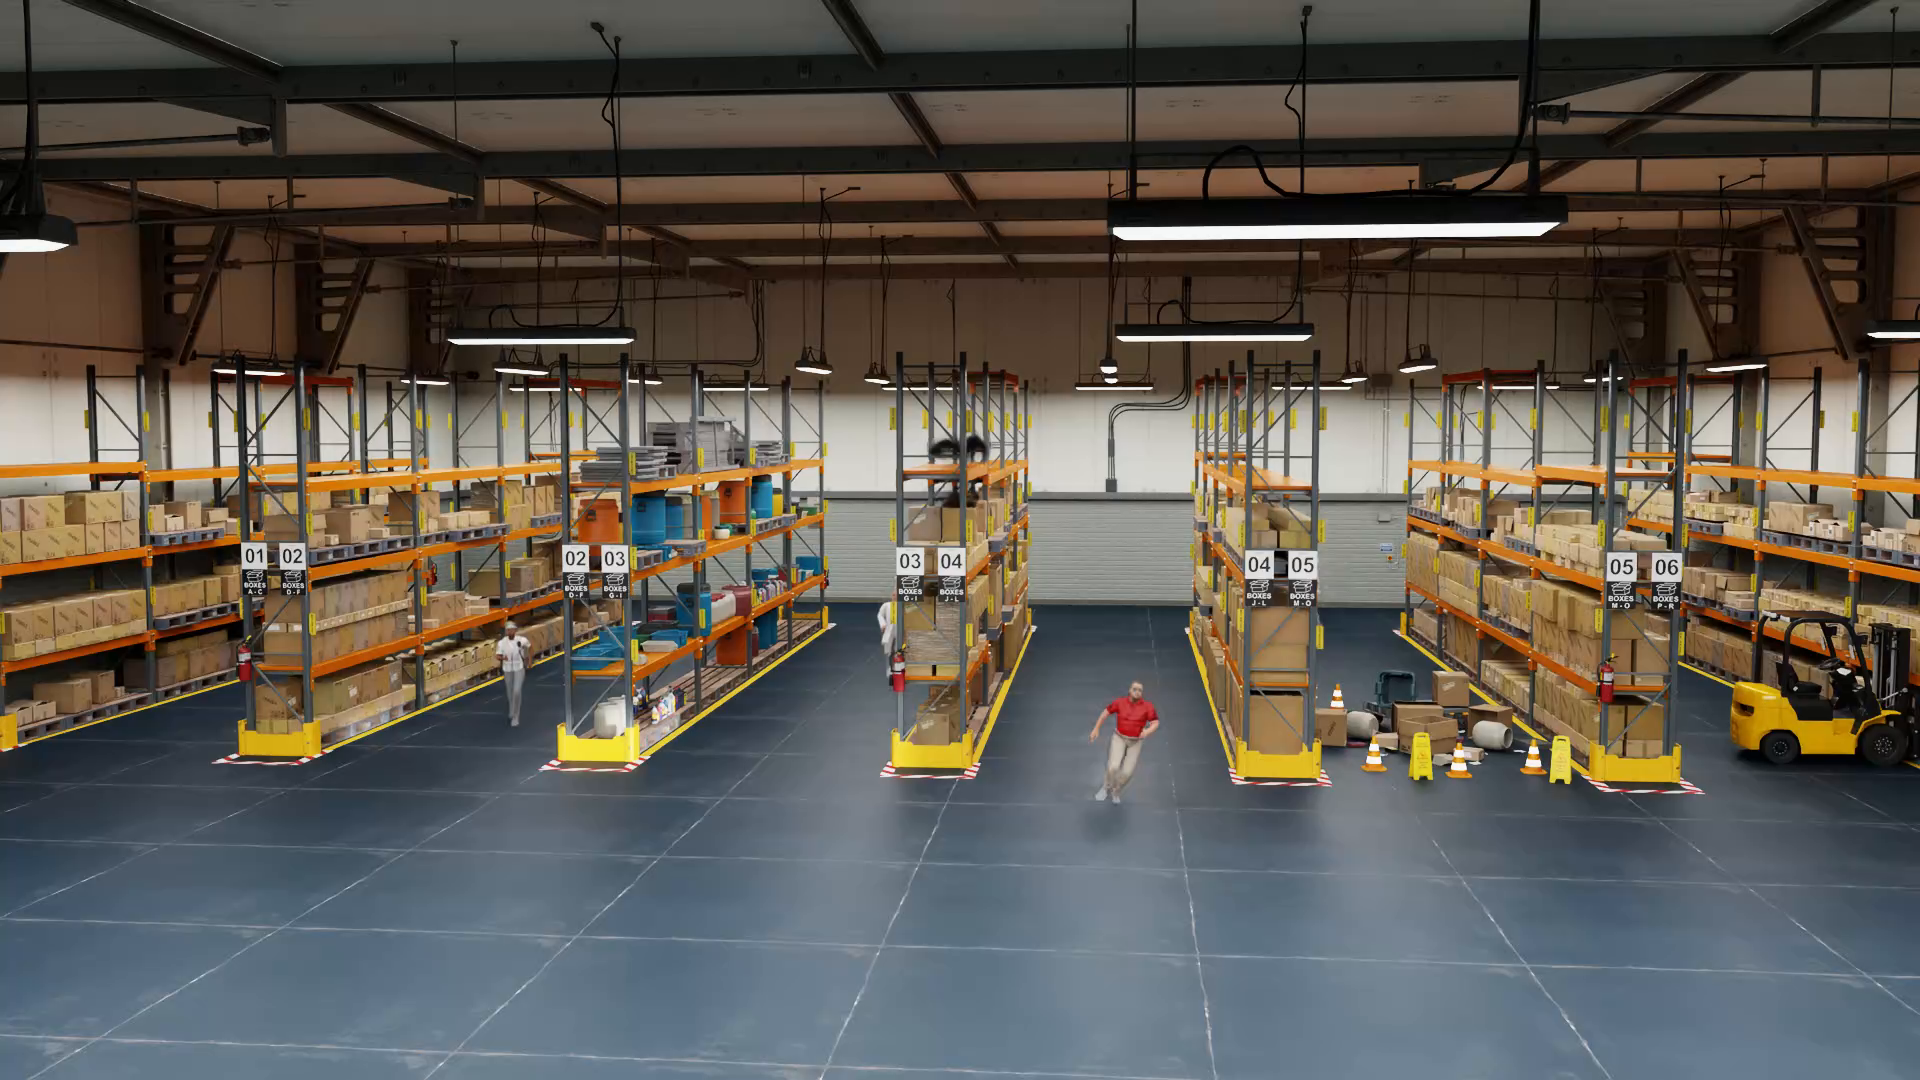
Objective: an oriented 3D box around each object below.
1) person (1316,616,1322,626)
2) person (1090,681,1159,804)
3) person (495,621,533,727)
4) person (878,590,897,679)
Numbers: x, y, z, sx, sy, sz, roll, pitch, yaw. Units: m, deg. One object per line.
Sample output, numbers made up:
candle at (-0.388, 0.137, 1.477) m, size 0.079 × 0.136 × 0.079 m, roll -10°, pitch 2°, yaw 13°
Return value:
person at (8.361, 1.311, 40.199) m, size 0.840 × 1.670 × 0.662 m, roll 0°, pitch 4°, yaw -6°
person at (2.186, 2.669, 21.763) m, size 0.850 × 1.657 × 0.679 m, roll 0°, pitch 4°, yaw -7°
person at (-7.404, 2.195, 27.665) m, size 0.570 × 1.741 × 0.898 m, roll 0°, pitch 4°, yaw -1°
person at (-1.271, 1.835, 32.182) m, size 0.681 × 1.737 × 0.657 m, roll 0°, pitch 4°, yaw 2°
